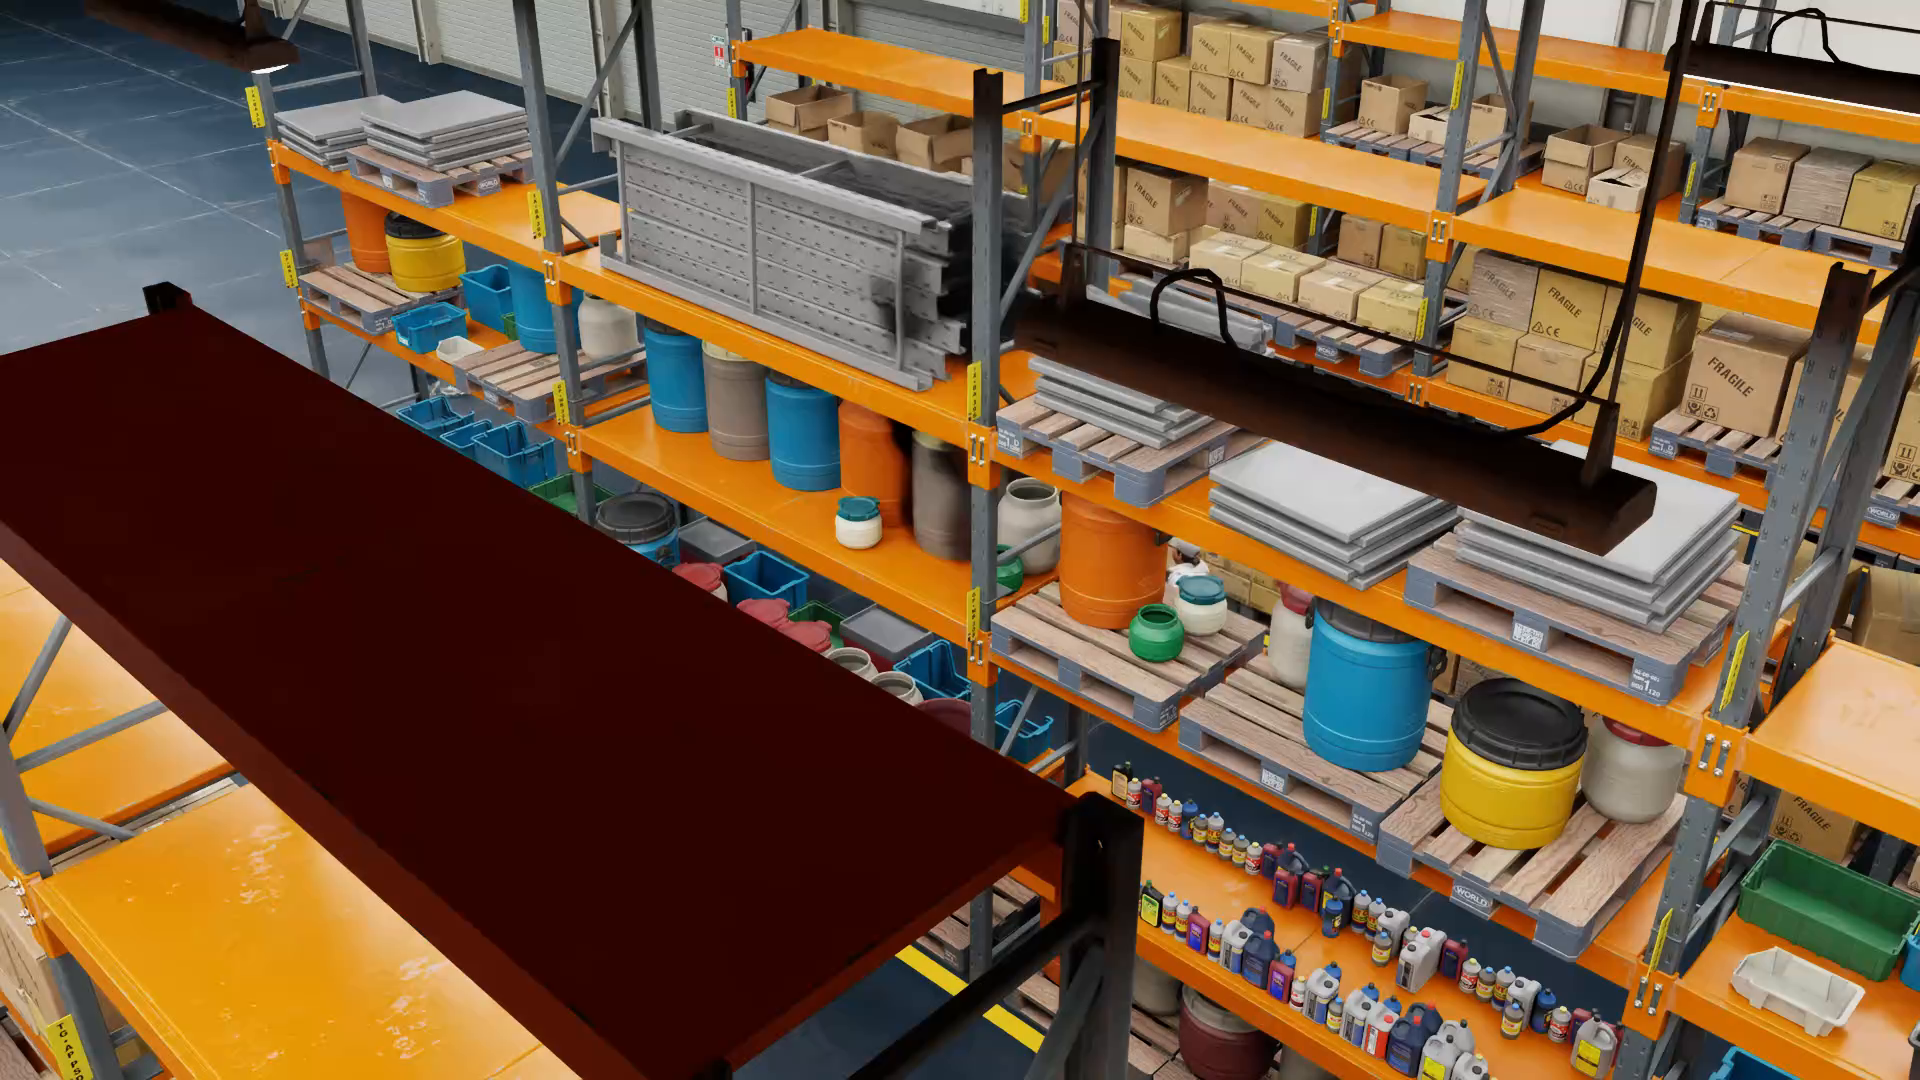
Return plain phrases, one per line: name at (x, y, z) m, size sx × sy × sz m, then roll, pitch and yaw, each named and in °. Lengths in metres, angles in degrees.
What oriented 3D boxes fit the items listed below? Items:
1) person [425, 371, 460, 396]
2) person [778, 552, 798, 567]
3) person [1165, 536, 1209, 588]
person at (-6.024, -2.311, 18.742) m, size 0.679 × 1.620 × 0.507 m, roll -9°, pitch 31°, yaw -15°
person at (-1.907, -0.367, 15.115) m, size 0.855 × 1.775 × 0.689 m, roll 19°, pitch 35°, yaw 30°
person at (1.703, 0.769, 12.666) m, size 0.827 × 1.782 × 0.608 m, roll 23°, pitch 37°, yaw 35°
